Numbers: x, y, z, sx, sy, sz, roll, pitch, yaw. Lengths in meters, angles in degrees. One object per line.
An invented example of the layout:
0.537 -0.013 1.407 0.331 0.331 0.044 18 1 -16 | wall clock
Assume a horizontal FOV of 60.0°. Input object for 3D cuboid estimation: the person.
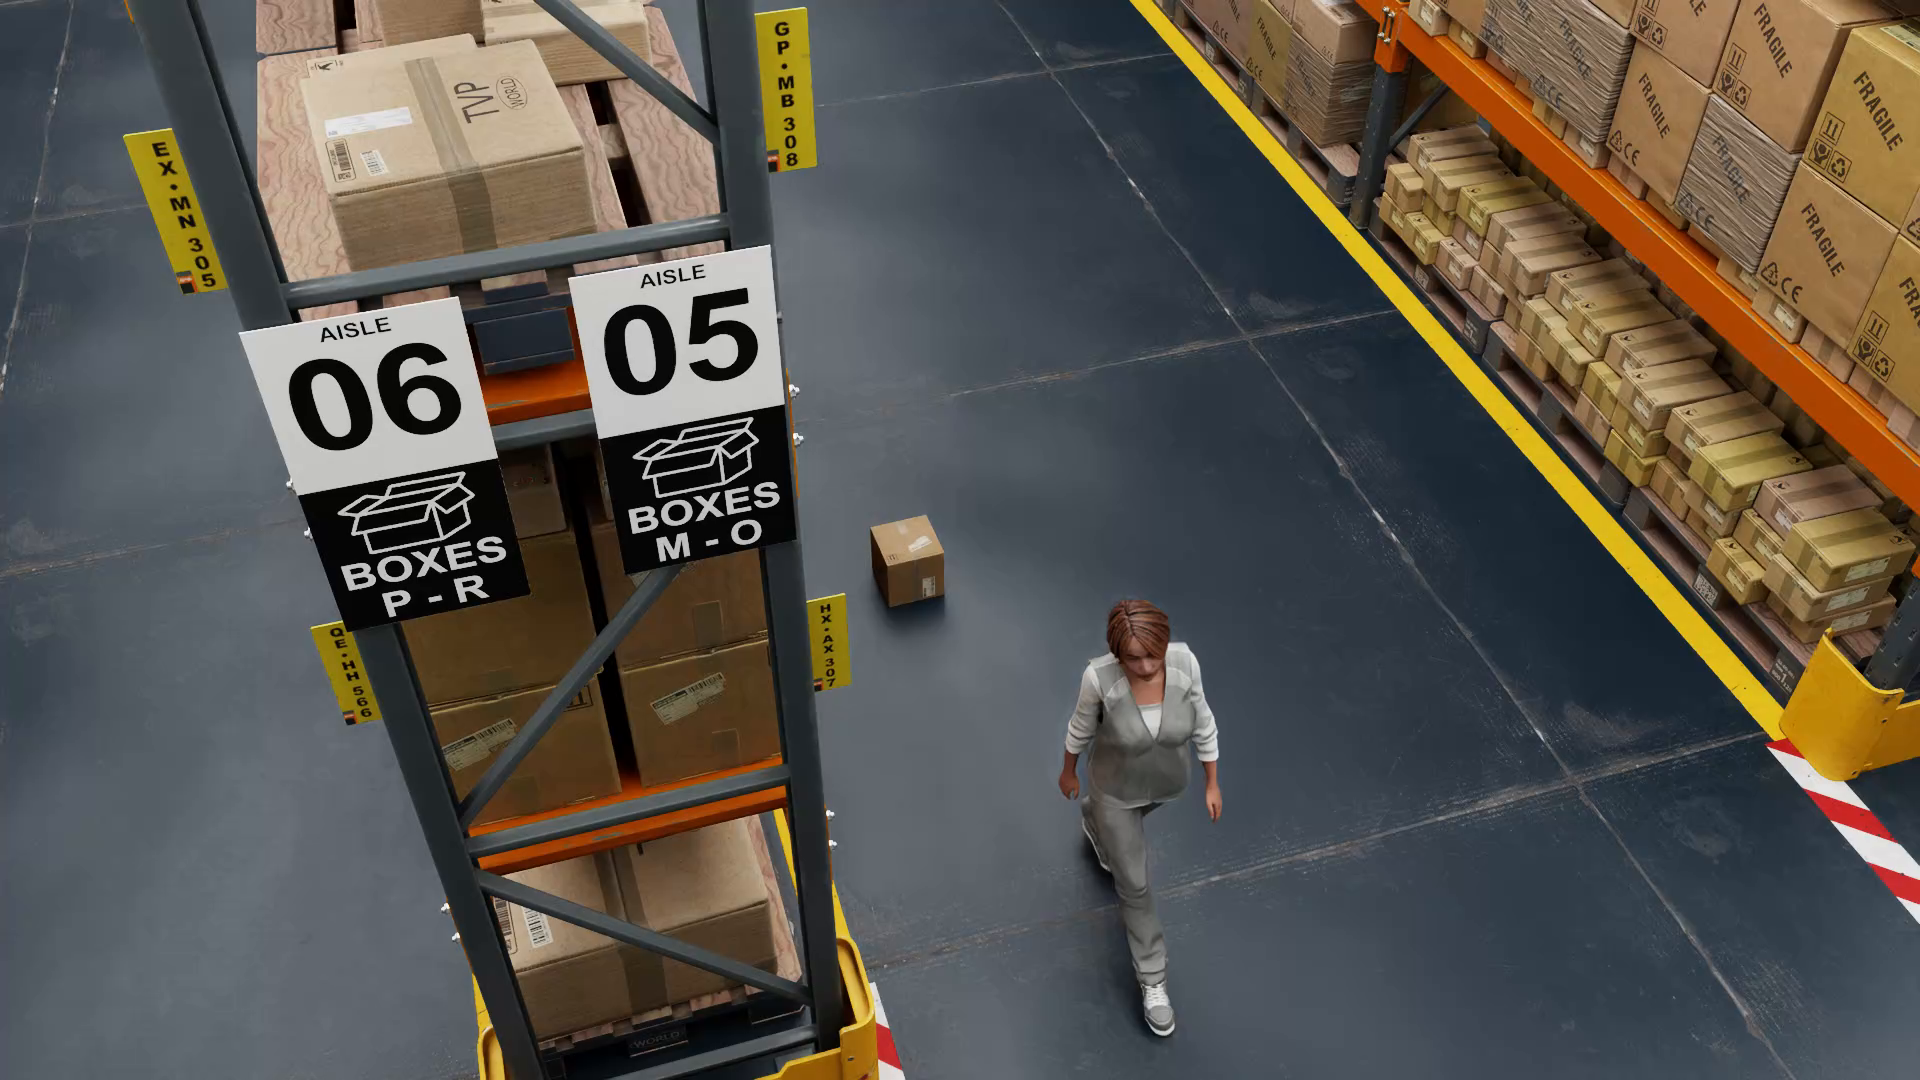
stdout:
0.590 0.784 5.315 0.457 1.532 0.925 -13 44 -13 | person
